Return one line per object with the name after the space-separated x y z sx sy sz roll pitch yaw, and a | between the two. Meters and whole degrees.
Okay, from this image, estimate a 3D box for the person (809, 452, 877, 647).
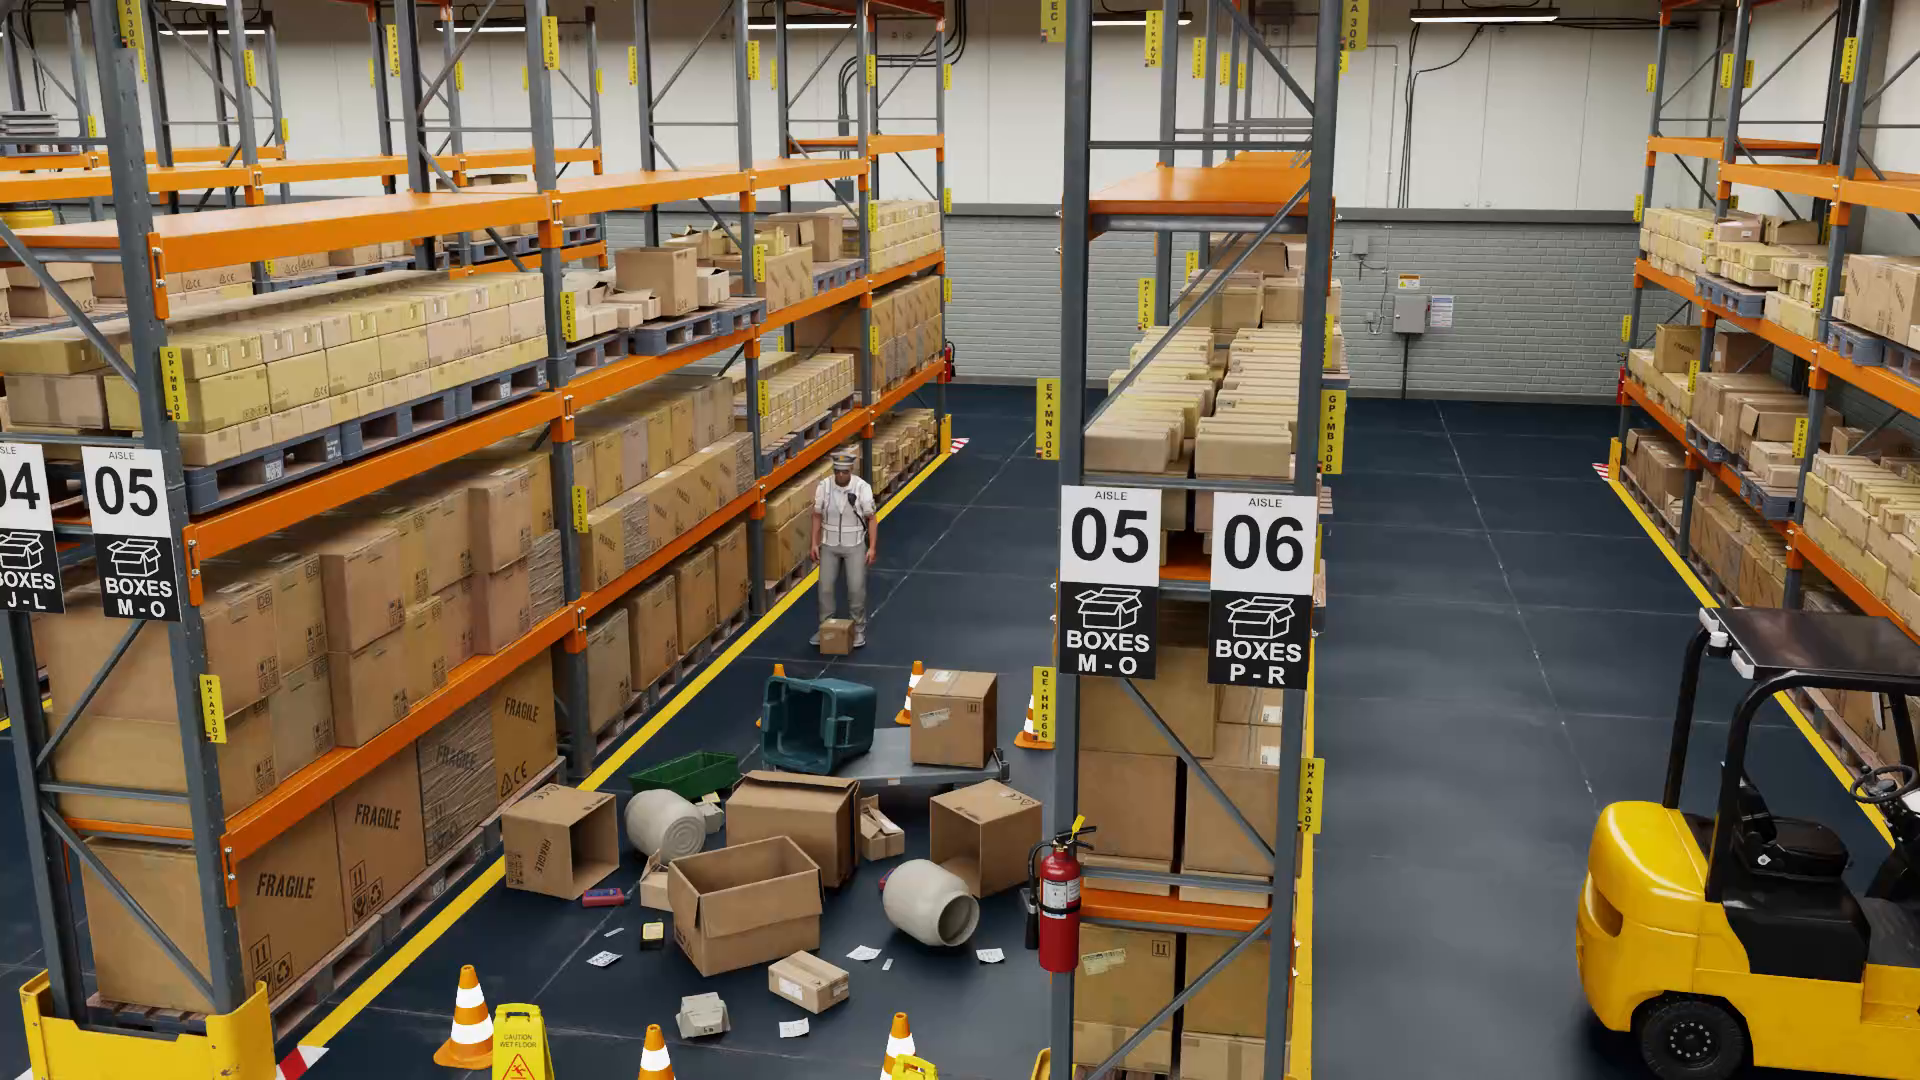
-1.030 0.059 14.761 0.604 1.751 0.427 2 15 9 | person
